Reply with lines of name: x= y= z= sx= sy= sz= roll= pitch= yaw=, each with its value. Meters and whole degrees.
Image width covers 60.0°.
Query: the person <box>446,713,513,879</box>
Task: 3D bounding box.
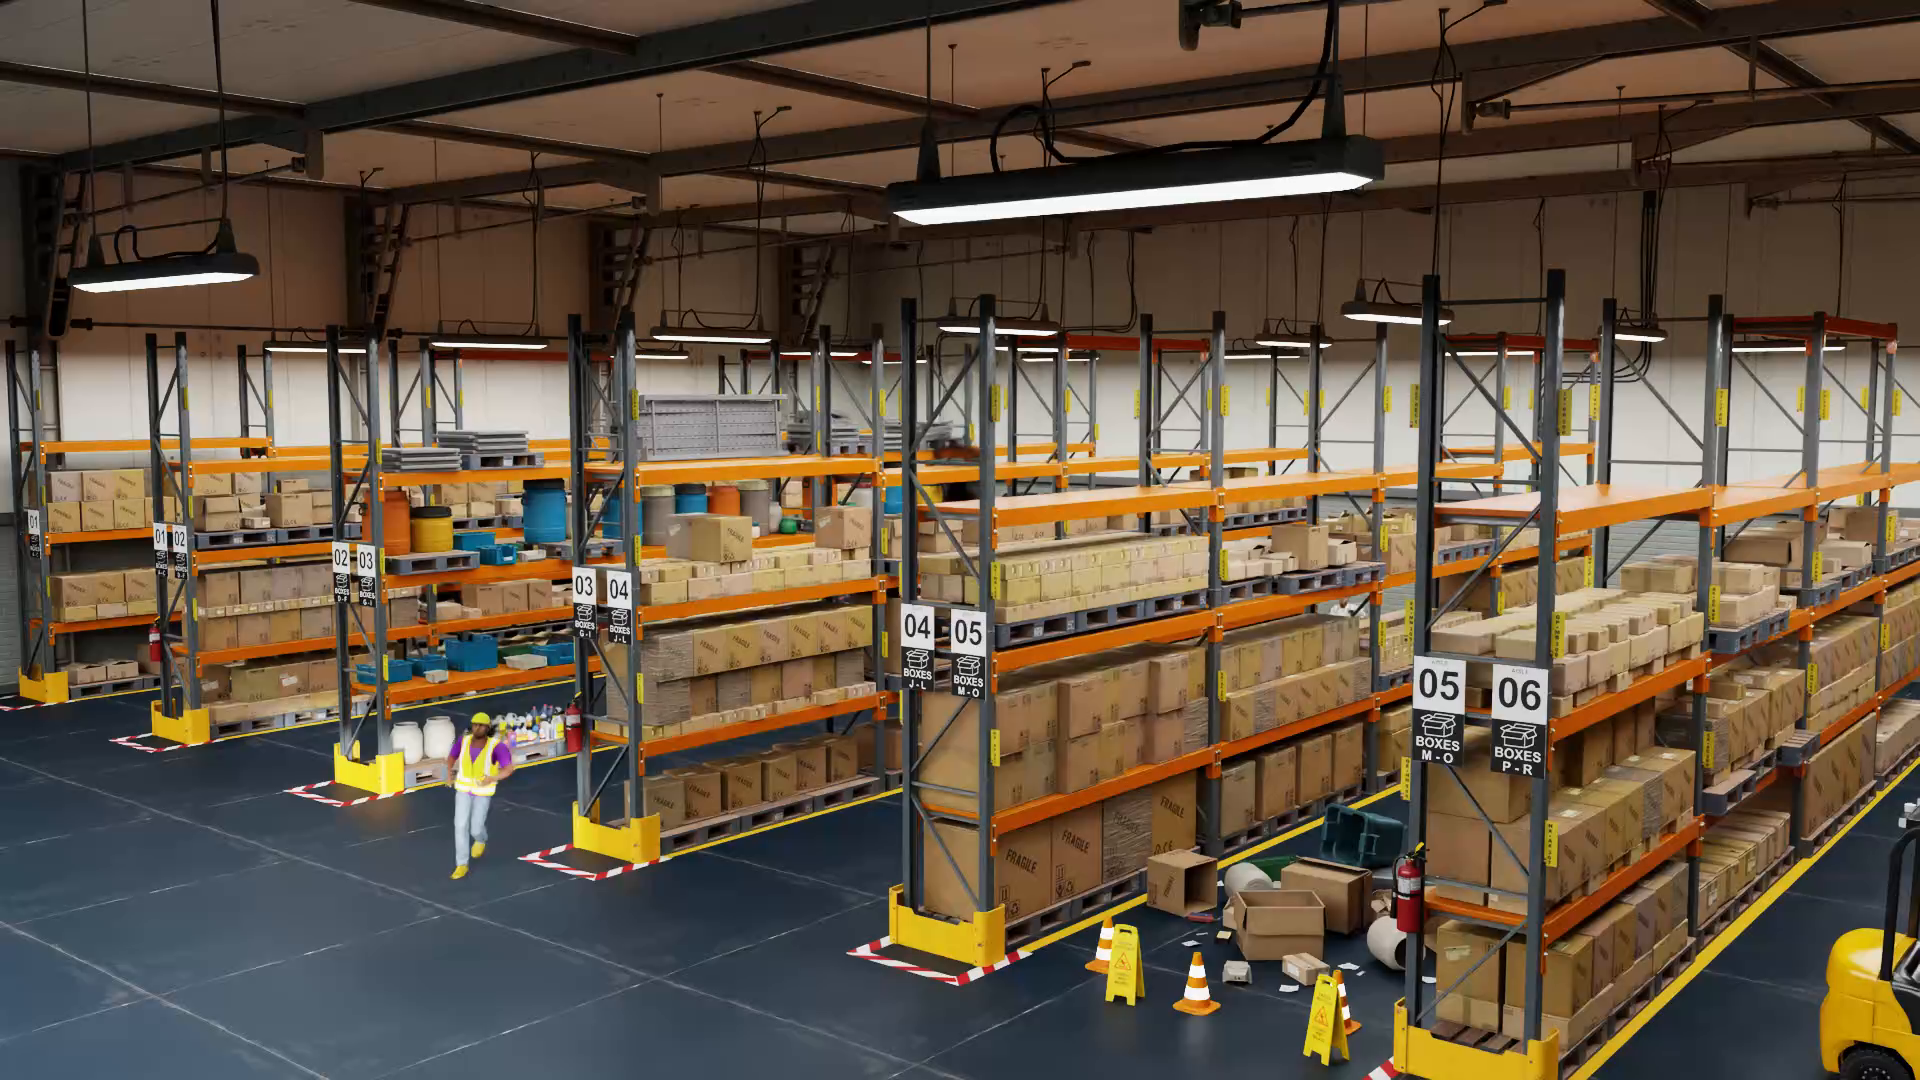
person: x=-5.186 y=2.708 z=17.921 sx=0.745 sy=1.732 sz=0.762 roll=0 pitch=5 yaw=3

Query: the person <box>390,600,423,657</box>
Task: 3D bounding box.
person: x=-10.006 y=1.619 z=29.647 sx=0.709 sy=1.856 sz=0.840 roll=4 pitch=6 yaw=35

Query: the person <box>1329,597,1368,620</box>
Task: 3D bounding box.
person: x=6.679 y=1.703 z=28.876 sx=0.687 sy=1.723 sz=0.545 roll=4 pitch=6 yaw=35
